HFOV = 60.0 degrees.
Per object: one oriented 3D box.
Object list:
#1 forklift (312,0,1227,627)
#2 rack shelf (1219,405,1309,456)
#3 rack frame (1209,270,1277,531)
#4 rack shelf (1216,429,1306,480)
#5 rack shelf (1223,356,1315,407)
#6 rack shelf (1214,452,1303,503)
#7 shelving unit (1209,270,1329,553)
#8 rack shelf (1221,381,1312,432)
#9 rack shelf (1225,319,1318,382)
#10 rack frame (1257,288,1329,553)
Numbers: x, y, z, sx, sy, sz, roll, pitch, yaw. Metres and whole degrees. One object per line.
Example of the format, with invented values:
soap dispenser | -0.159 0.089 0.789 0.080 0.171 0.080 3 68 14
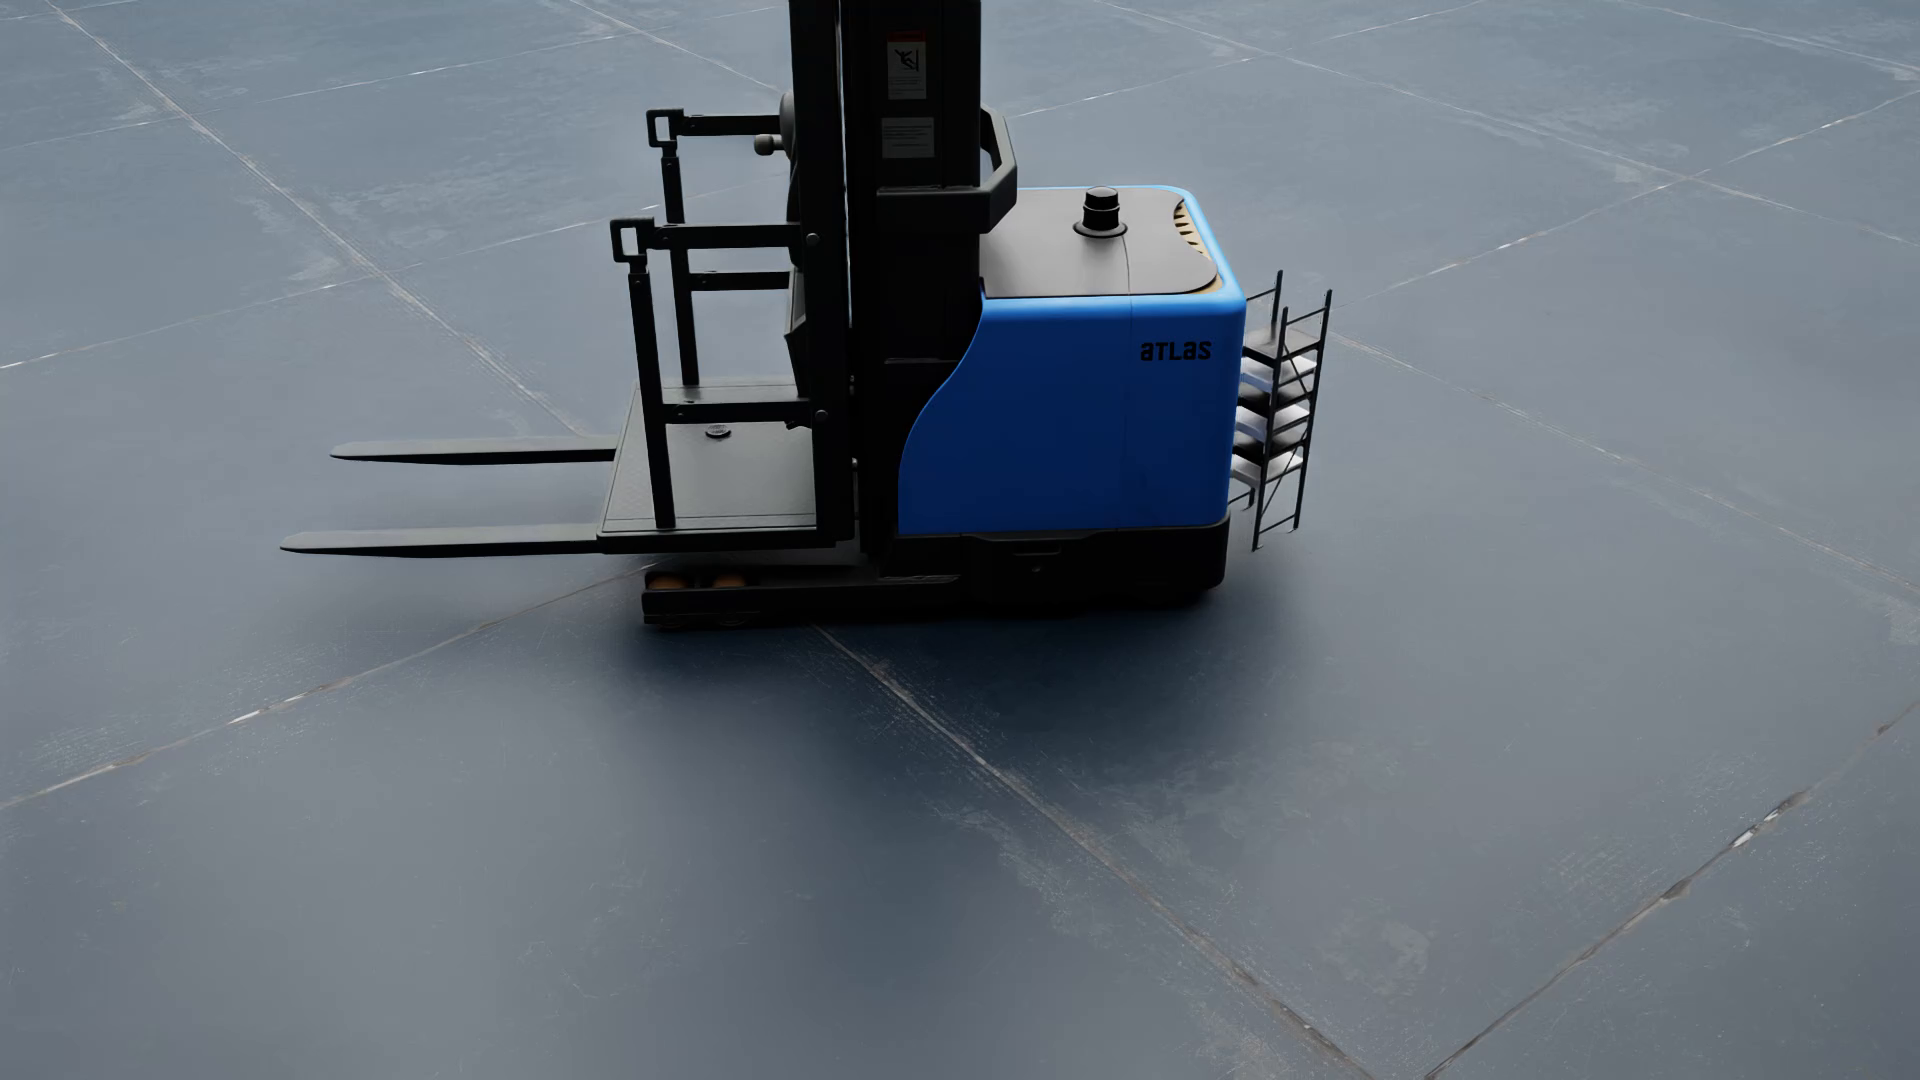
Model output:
forklift | -0.667 -1.322 5.100 3.031 2.935 1.130 5 32 7
rack shelf | 1.028 -0.393 5.594 0.200 0.077 0.258 27 41 37
rack frame | 0.956 -0.459 5.637 0.006 0.900 0.240 27 41 37
rack shelf | 1.028 -0.317 5.641 0.200 0.077 0.258 27 41 37
rack shelf | 1.028 -0.546 5.499 0.200 0.077 0.258 27 41 37
rack shelf | 1.028 -0.240 5.689 0.200 0.077 0.258 27 41 37
shelving unit | 1.028 -0.422 5.576 0.210 0.900 0.258 27 41 37
rack shelf | 1.028 -0.470 5.546 0.200 0.077 0.258 27 41 37
rack shelf | 1.028 -0.623 5.451 0.200 0.077 0.258 27 41 37
rack frame | 1.100 -0.384 5.515 0.006 0.900 0.240 27 41 37
